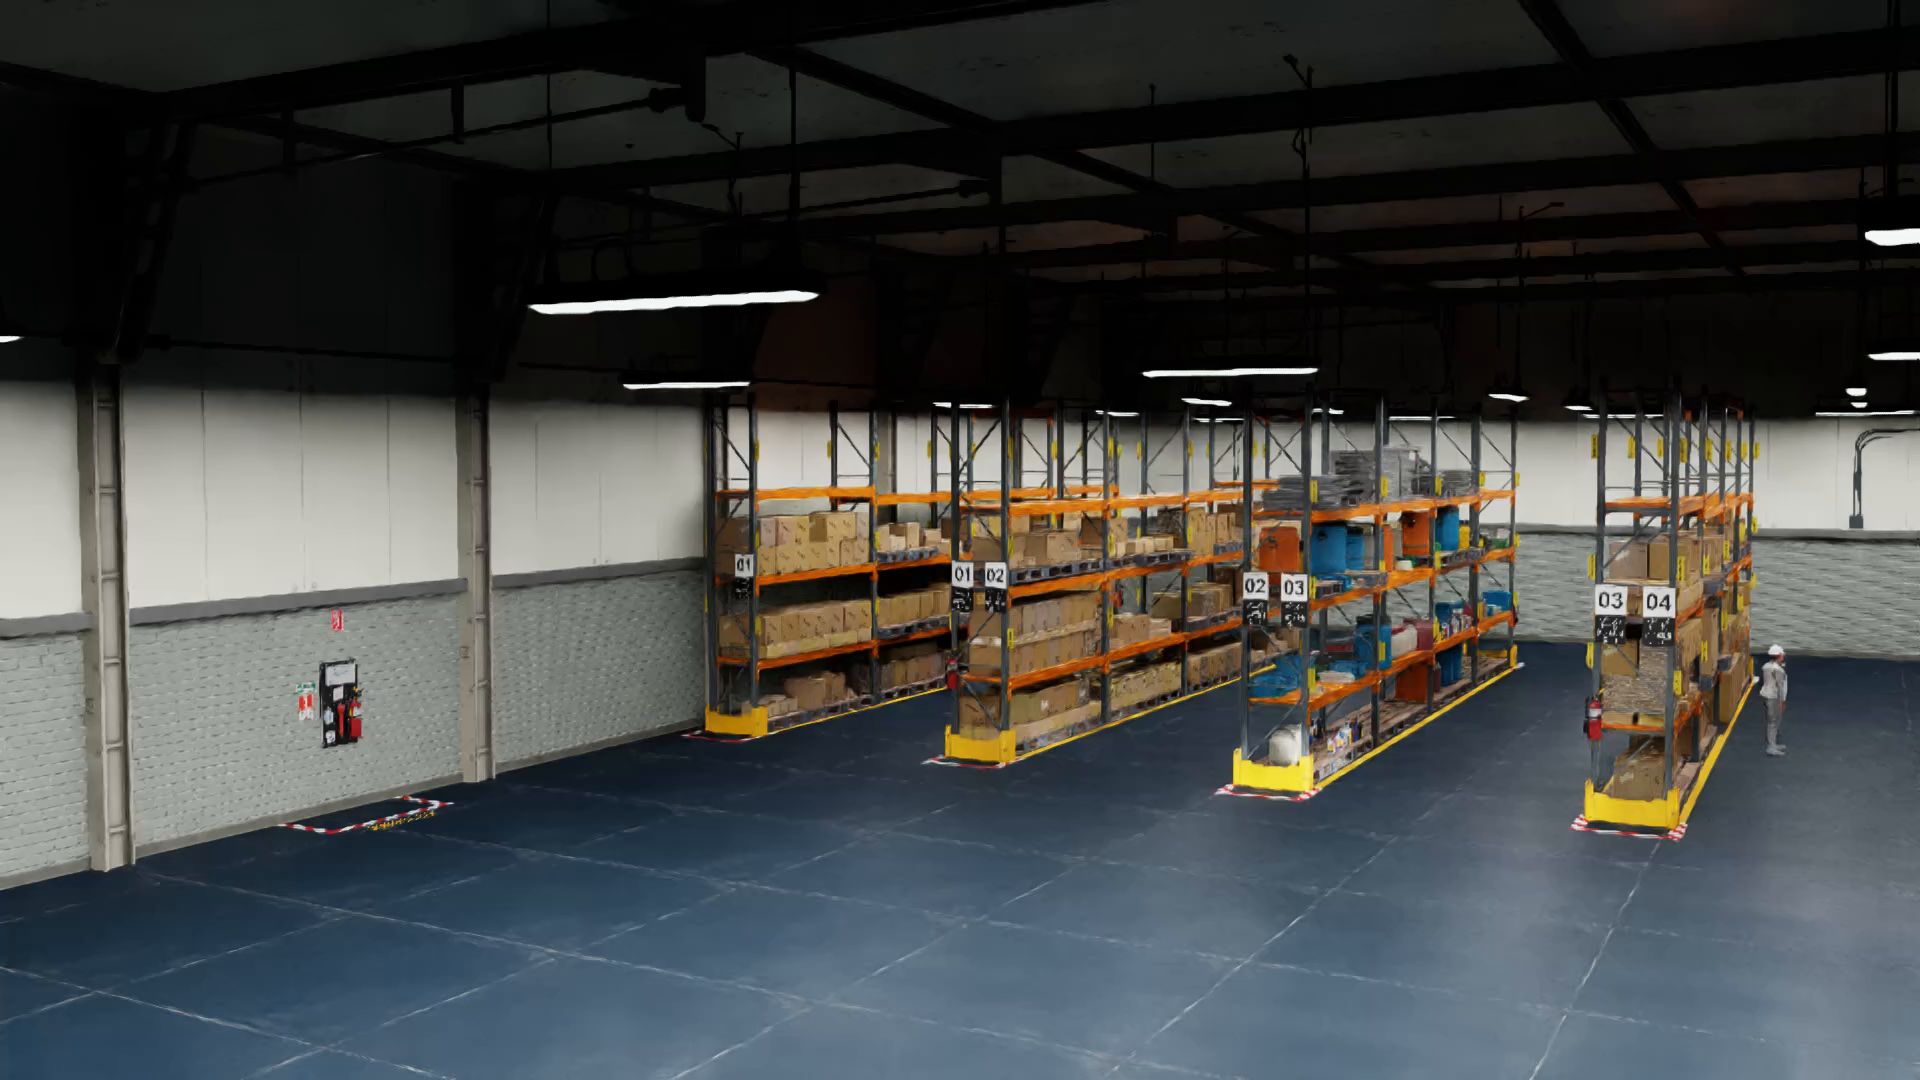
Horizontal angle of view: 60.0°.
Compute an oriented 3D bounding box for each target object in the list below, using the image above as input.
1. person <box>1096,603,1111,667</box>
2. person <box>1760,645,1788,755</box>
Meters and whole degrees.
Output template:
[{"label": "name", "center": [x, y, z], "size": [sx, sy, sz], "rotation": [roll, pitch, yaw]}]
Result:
[{"label": "person", "center": [3.145, 2.193, 36.971], "size": [0.448, 1.590, 1.110], "rotation": [2, 4, 31]}, {"label": "person", "center": [13.464, 2.617, 27.404], "size": [0.463, 1.782, 0.598], "rotation": [0, 3, 3]}]
